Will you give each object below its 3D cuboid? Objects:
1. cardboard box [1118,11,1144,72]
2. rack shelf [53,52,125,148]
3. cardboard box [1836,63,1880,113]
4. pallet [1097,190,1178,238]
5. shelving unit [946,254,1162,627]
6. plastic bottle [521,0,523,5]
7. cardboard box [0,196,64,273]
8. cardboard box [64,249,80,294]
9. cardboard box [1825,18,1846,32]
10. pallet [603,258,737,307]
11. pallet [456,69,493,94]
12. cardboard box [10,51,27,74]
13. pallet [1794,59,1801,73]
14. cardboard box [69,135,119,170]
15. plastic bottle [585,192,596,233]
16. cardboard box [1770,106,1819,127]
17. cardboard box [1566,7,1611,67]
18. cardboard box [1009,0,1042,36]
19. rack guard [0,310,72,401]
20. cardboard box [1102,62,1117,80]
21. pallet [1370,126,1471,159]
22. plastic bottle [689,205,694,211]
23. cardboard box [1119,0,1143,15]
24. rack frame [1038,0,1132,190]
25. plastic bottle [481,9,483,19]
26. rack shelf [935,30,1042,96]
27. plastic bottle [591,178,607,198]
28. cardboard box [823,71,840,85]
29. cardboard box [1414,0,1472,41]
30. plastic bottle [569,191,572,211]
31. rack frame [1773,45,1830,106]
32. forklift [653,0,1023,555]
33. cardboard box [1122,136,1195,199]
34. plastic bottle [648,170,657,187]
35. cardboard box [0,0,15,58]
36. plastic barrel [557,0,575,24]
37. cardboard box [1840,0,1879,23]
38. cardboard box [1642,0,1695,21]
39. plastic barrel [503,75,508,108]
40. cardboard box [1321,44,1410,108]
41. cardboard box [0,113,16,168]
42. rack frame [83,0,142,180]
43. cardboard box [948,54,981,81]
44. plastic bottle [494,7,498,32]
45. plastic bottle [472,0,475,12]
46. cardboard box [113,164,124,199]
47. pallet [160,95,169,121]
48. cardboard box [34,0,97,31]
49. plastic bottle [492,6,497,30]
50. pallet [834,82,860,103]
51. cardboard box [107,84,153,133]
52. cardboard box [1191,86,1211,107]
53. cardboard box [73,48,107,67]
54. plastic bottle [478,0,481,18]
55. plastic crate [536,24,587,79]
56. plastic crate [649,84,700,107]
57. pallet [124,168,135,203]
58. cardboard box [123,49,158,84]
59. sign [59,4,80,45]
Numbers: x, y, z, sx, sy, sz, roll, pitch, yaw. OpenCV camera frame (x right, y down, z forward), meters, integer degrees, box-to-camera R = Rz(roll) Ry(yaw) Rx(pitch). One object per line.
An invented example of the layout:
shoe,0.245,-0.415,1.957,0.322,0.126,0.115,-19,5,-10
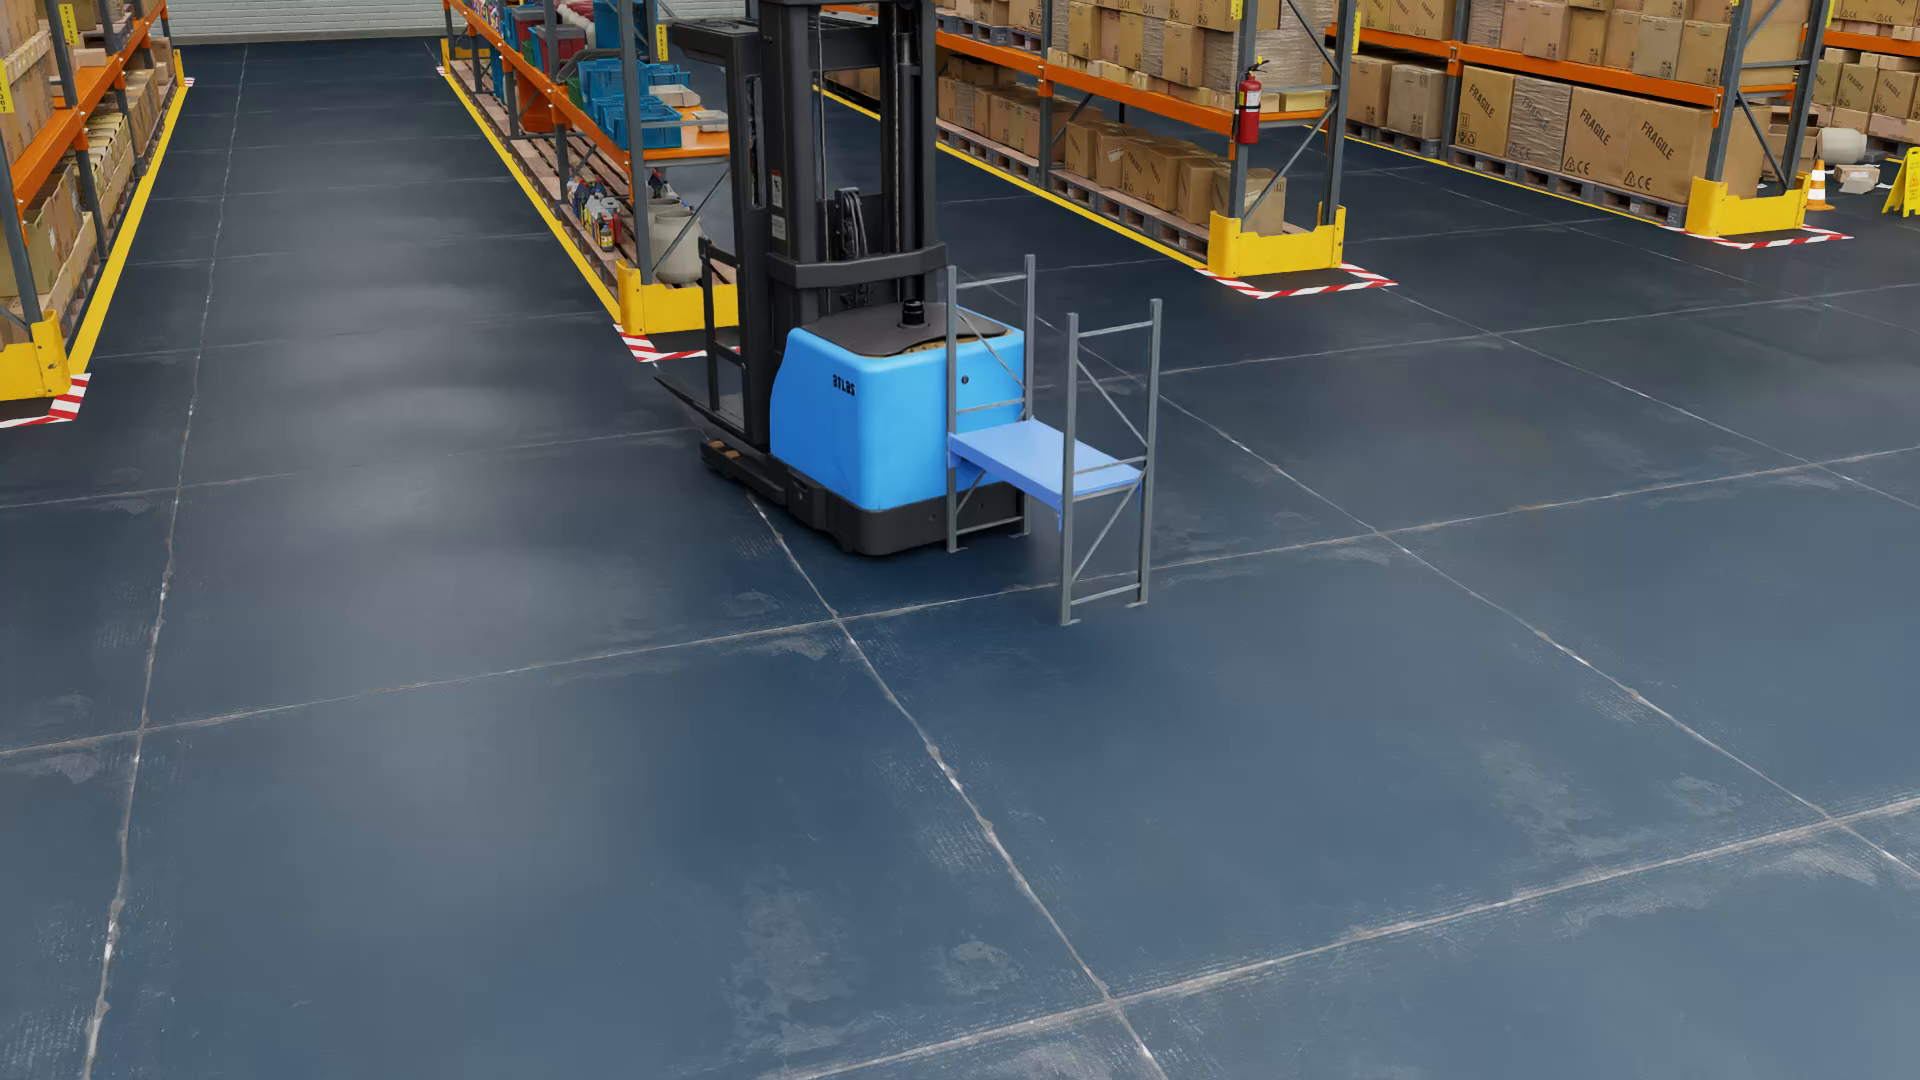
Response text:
cardboard box,1.970,-4.616,15.327,0.875,0.500,0.500,-8,24,-19
rack shelf,-8.659,-4.184,15.740,1.077,0.370,4.000,-8,24,-19
cardboard box,10.743,-5.334,19.576,0.500,0.500,0.500,-7,24,-17
pallet,2.021,-3.178,16.018,1.003,0.211,1.213,-8,24,-19
shelving unit,0.417,-0.506,8.019,0.538,1.500,1.048,-13,26,-29
plastic bottle,-5.648,-7.042,21.659,0.144,0.351,0.185,-8,24,-19
cardboard box,-6.888,-2.194,12.127,0.500,0.500,0.500,-8,24,-19
cardboard box,-7.049,-2.032,12.709,0.500,0.250,0.500,-8,24,-19
cardboard box,10.536,-6.147,19.796,0.380,0.149,0.250,-8,24,-17
pallet,-2.257,-2.045,13.331,1.003,0.211,1.213,-8,24,-19
pallet,-6.874,-6.794,24.598,1.003,0.211,1.213,-8,24,-19
cardboard box,-7.112,-3.506,12.243,0.380,0.149,0.250,-8,24,-17
pallet,13.588,-7.633,26.589,1.003,0.211,1.213,-8,24,-19
cardboard box,-8.410,-3.716,15.982,0.500,0.311,0.500,-8,24,-18
plastic bottle,-3.204,-2.875,14.554,0.144,0.351,0.185,-9,24,-19
cardboard box,9.693,-4.779,19.442,0.500,0.500,0.500,8,24,18
cardboard box,6.711,-5.139,16.887,0.875,0.550,0.500,-8,24,-19
cardboard box,1.167,-5.924,17.630,1.000,1.000,1.000,-8,24,-19
rack guard,-6.531,-1.174,10.893,1.175,0.500,0.348,-8,24,-19
cardboard box,1.575,-4.460,15.794,0.380,0.149,0.250,-8,24,-19
pallet,5.649,-4.775,19.807,1.003,0.211,1.213,-8,24,-19
plastic bottle,-2.316,-2.751,14.345,0.061,0.283,0.133,-8,24,-18
cardboard box,1.779,-5.048,15.066,0.500,0.500,0.500,-8,24,-19
rack frame,1.316,-5.146,17.098,1.000,3.000,0.127,-8,24,-19
plastic bottle,-5.994,-6.679,20.990,0.097,0.201,0.097,0,23,0
rack shelf,0.610,-5.541,18.962,1.077,0.370,4.000,-8,24,-19
plastic bottle,-3.286,-3.118,15.130,0.144,0.351,0.185,-8,24,-19
cardboard box,-1.265,-7.038,23.780,1.225,0.875,0.875,-8,24,-19
cardboard box,5.558,-5.989,18.969,0.500,0.500,0.500,-8,24,-19
plastic bottle,-3.579,-3.167,15.438,0.097,0.201,0.097,0,23,0
rack frame,10.587,-6.506,20.324,1.000,3.000,0.127,-8,24,-19
forklift,-0.858,-1.792,9.228,1.130,2.935,3.031,-14,27,-31
cardboard box,1.922,-3.615,16.143,0.500,0.500,0.500,-11,25,-24
plastic bottle,-2.820,-3.254,15.453,0.144,0.351,0.185,-9,24,-20
cardboard box,-7.258,-3.725,11.926,0.700,0.500,0.500,-8,24,-19
plastic barrel,-4.167,-5.627,18.095,0.421,0.512,0.421,0,23,0
cardboard box,10.681,-6.312,19.351,0.500,0.500,0.500,-8,24,-19
cardboard box,7.030,-5.231,15.715,0.875,0.550,0.550,-8,24,-19
plastic barrel,-5.601,-5.746,21.183,0.421,0.512,0.421,0,23,0
cardboard box,5.022,-5.849,21.122,1.050,0.750,0.750,-8,24,-18
cardboard box,-6.883,-2.743,11.266,0.700,0.500,0.500,-8,24,-18
rack frame,-9.366,-5.242,17.324,1.000,3.000,0.127,-8,24,-19
cardboard box,0.168,-5.757,20.233,0.500,0.250,0.500,-7,24,-17
plastic bottle,-5.446,-6.148,19.641,0.097,0.271,0.097,0,23,0
plastic bottle,-6.366,-7.079,21.835,0.061,0.283,0.133,-8,24,-19
cardboard box,-8.407,-3.454,16.083,0.500,0.250,0.500,-8,24,-18
pallet,-11.020,-5.660,21.907,1.003,0.211,1.213,-8,24,-19
cardboard box,-9.694,-5.695,17.730,0.700,0.500,0.500,-18,29,-36
plastic bottle,-5.515,-6.219,19.809,0.097,0.271,0.097,0,23,0
pallet,-1.167,-6.498,23.895,1.003,0.211,1.213,-8,24,-19
cardboard box,-9.811,-5.059,19.542,0.500,0.500,0.500,-9,25,-21
cardboard box,2.211,-3.827,14.291,0.380,0.149,0.250,-8,24,-19
cardboard box,-8.789,-4.837,16.688,0.380,0.149,0.250,-8,24,-19
plastic bottle,-6.099,-6.805,21.184,0.061,0.283,0.133,-8,24,-19
plastic crate,-3.775,-4.630,15.791,0.402,0.464,0.583,-8,24,-19
plastic crate,-2.507,-3.790,14.219,0.530,0.136,0.437,-8,24,-19
pallet,-9.111,-3.652,17.144,1.003,0.211,1.213,-8,24,-19
cardboard box,-11.447,-6.429,22.790,0.797,0.503,0.637,-8,24,-19
sign,-7.434,-4.300,13.875,0.100,0.325,0.005,-8,24,-19
